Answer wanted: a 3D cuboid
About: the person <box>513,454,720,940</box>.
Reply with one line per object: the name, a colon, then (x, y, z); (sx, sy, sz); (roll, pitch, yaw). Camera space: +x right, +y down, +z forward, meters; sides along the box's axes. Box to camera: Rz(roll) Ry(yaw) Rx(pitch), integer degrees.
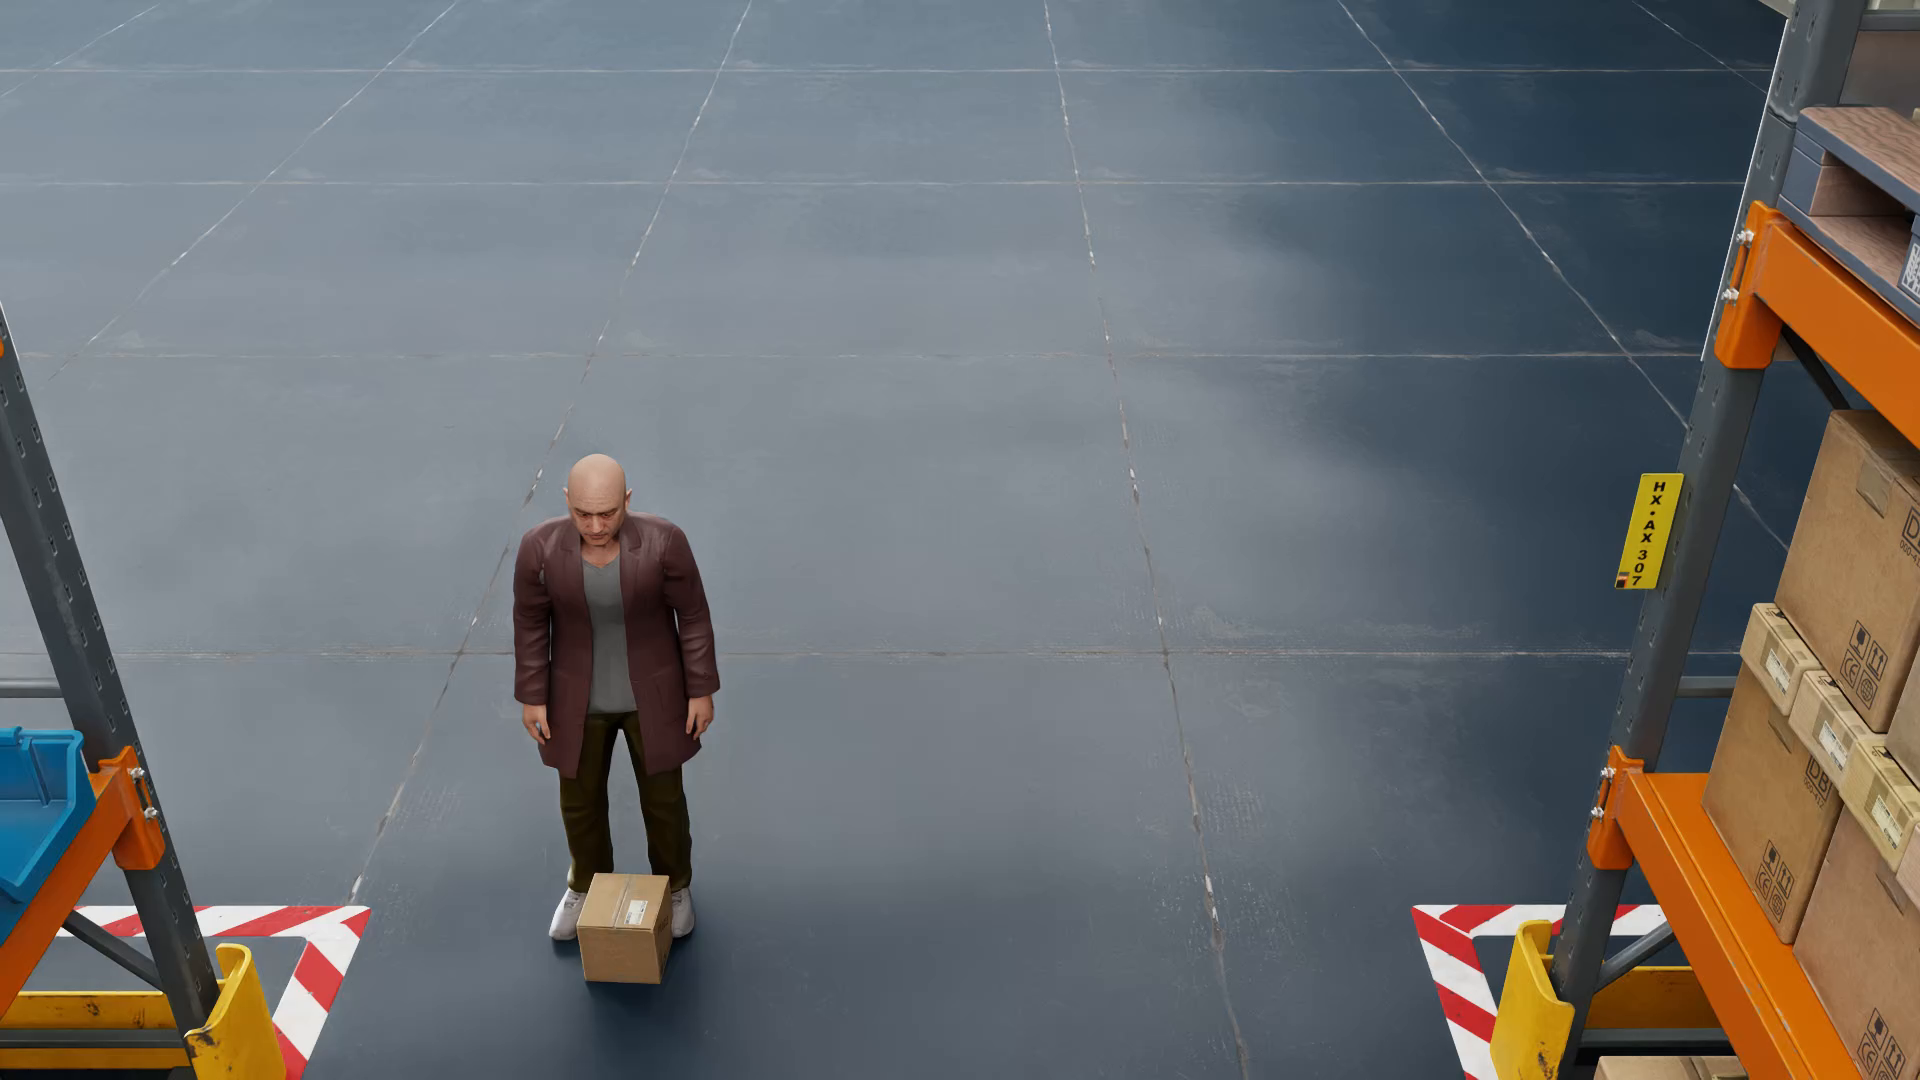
person: (-1.091, 0.578, 5.368); (0.649, 1.590, 0.429); (-2, 31, -3)
